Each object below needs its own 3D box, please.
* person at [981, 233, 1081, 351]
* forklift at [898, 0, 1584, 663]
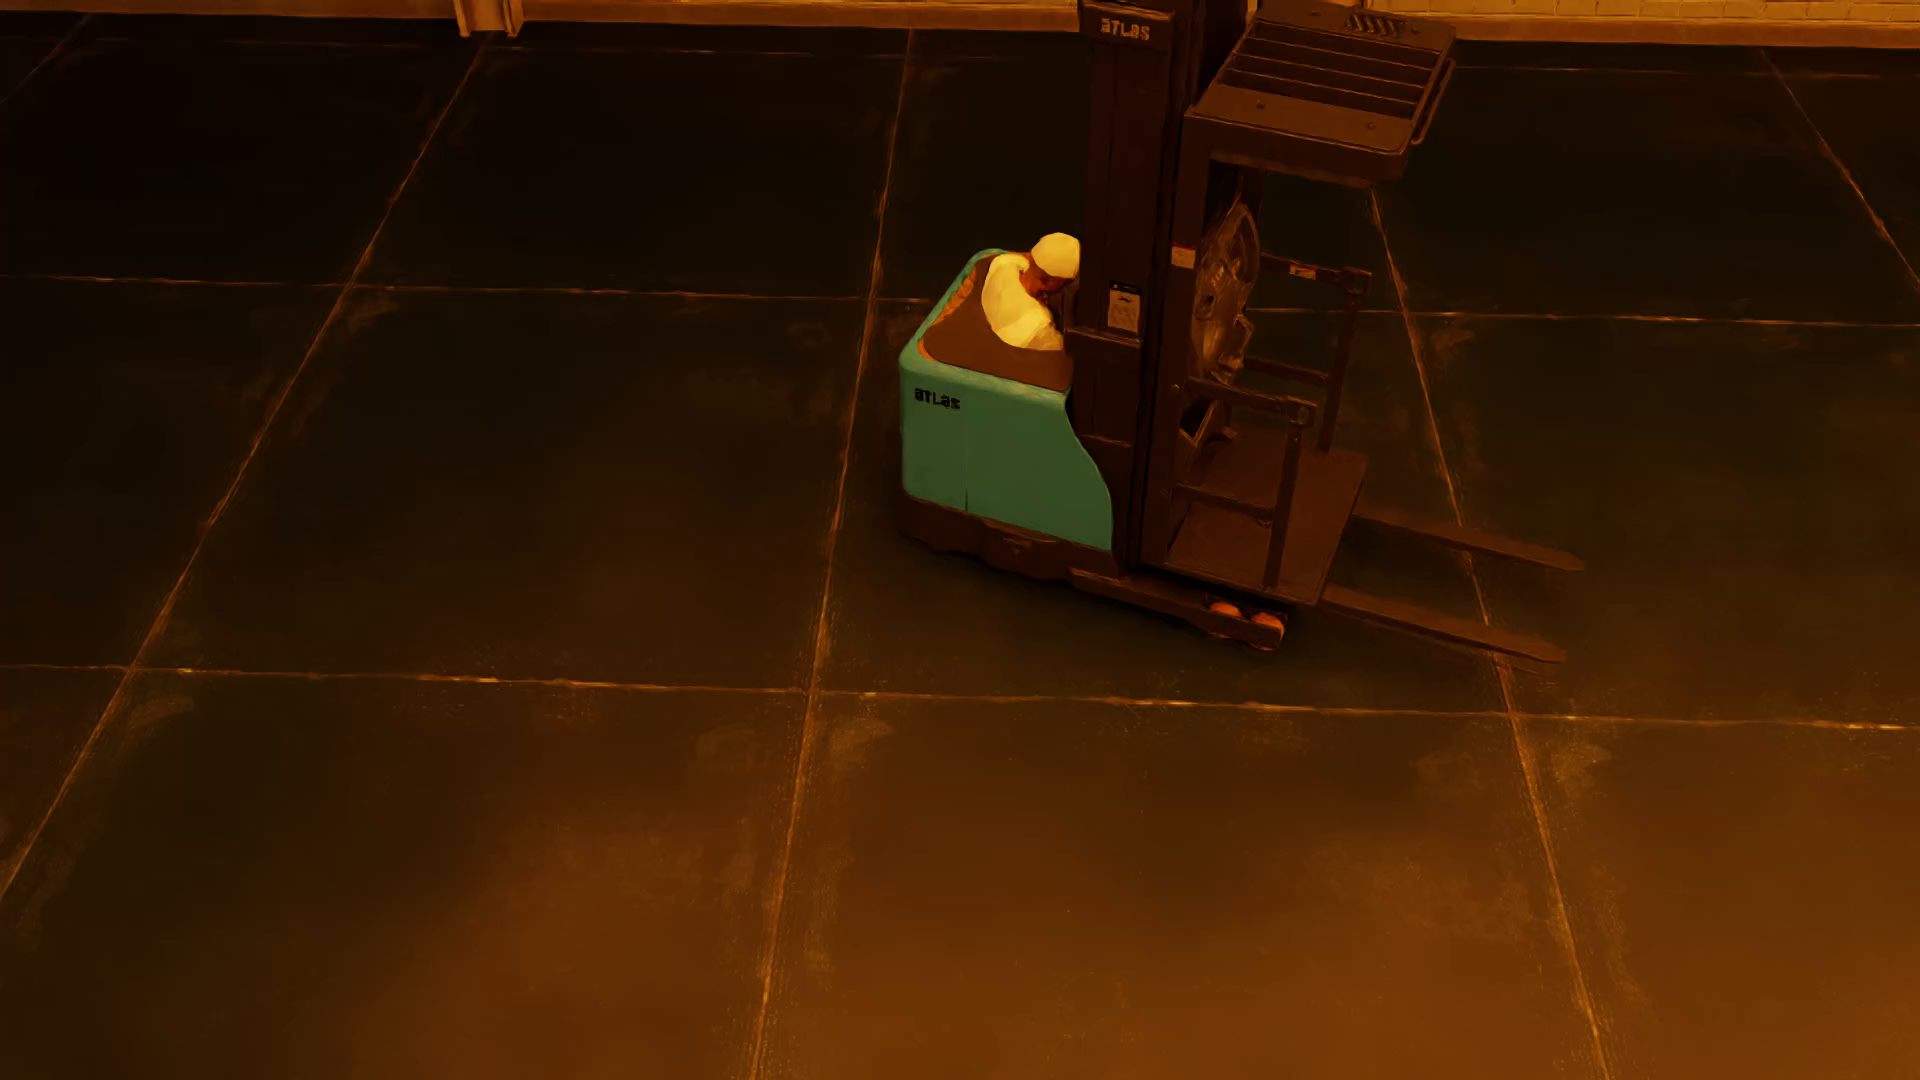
[{"bbox_3d":[0.485,-0.805,7.649,0.808,1.499,0.978,-9,43,-9],"label":"person"},{"bbox_3d":[1.283,-1.003,6.841,3.031,2.935,1.130,16,45,16],"label":"forklift"}]
